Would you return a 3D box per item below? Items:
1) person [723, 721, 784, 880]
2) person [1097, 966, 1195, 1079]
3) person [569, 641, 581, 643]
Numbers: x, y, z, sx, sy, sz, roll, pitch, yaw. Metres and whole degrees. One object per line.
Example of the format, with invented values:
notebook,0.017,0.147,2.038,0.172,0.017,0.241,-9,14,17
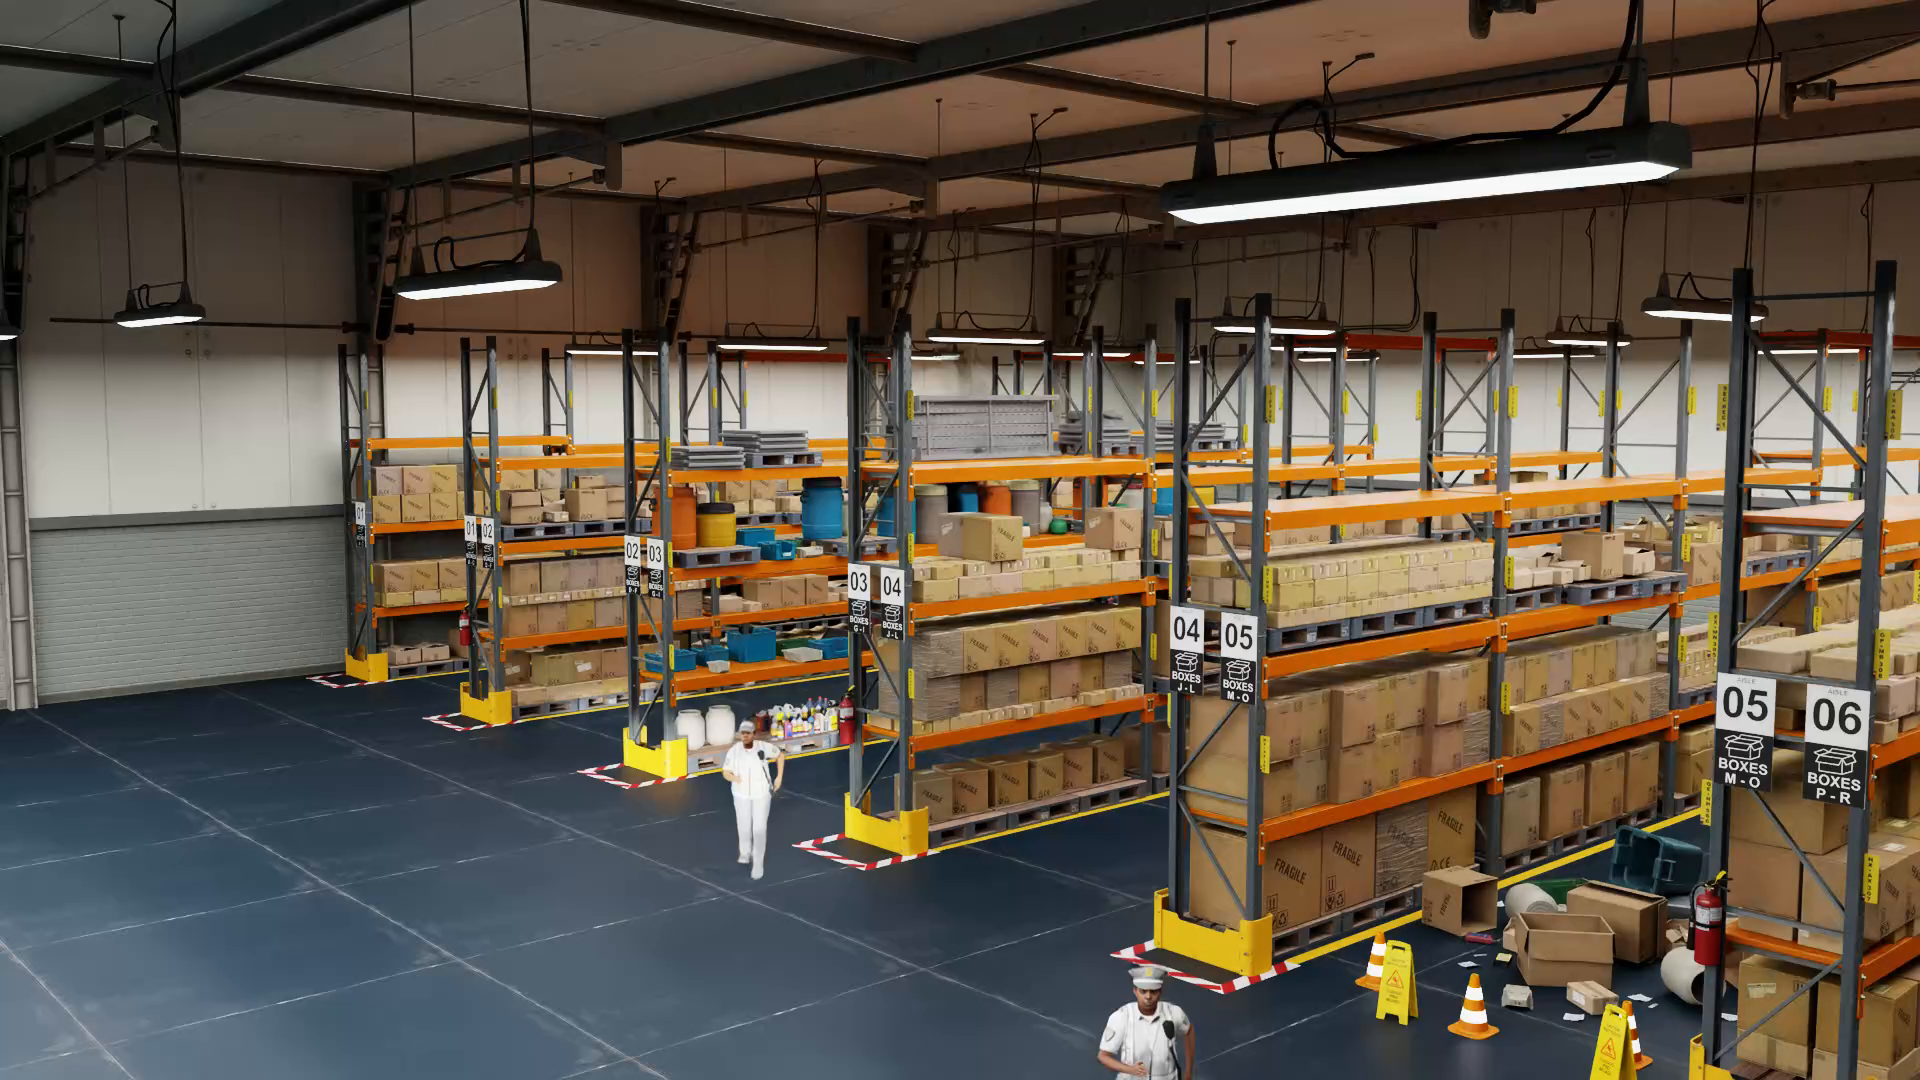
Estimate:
person,-2.210,2.754,17.769,0.611,1.689,0.854,0,5,2
person,1.135,3.407,10.129,0.603,1.746,0.805,0,5,4
person,-6.715,1.764,29.124,0.929,1.597,0.557,-5,7,-42
